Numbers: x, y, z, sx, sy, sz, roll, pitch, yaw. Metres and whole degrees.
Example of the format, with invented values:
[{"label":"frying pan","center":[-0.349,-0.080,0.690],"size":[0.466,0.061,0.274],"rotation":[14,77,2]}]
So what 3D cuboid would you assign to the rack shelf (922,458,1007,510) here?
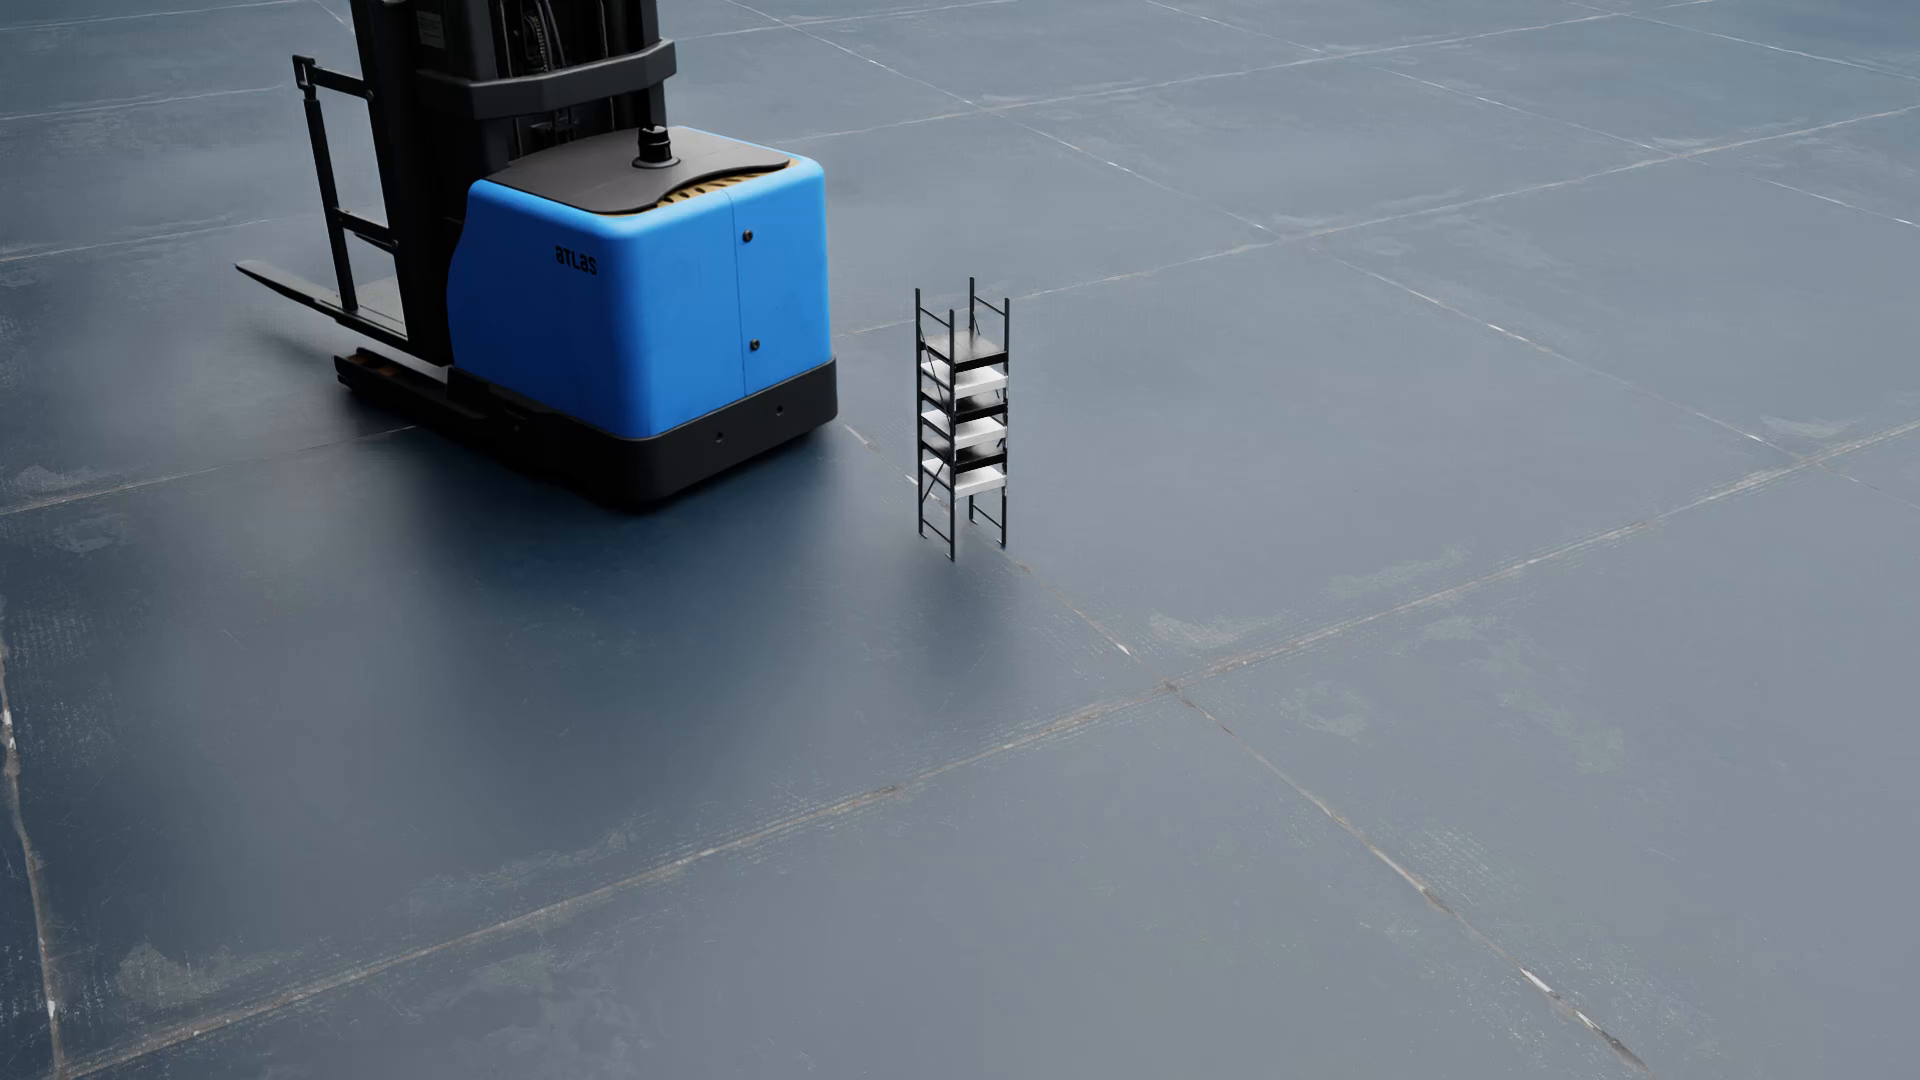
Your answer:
[{"label":"rack shelf","center":[0.007,-0.209,5.639],"size":[0.200,0.077,0.258],"rotation":[-16,33,-26]}]

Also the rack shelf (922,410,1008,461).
[{"label":"rack shelf","center":[0.007,-0.367,5.552],"size":[0.200,0.077,0.258],"rotation":[-16,33,-26]}]

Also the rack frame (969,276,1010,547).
[{"label":"rack frame","center":[0.095,-0.421,5.581],"size":[0.006,0.900,0.240],"rotation":[-16,33,-26]}]

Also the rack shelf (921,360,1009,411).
[{"label":"rack shelf","center":[0.007,-0.524,5.465],"size":[0.200,0.077,0.258],"rotation":[-16,33,-26]}]

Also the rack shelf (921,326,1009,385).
[{"label":"rack shelf","center":[0.007,-0.603,5.422],"size":[0.200,0.077,0.258],"rotation":[-16,33,-26]}]

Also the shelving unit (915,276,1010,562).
[{"label":"shelving unit","center":[0.007,-0.396,5.536],"size":[0.210,0.900,0.258],"rotation":[-16,33,-26]}]

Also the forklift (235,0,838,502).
[{"label":"forklift","center":[-1.930,-1.998,6.336],"size":[3.031,2.935,1.130],"rotation":[22,36,34]}]

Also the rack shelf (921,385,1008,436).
[{"label":"rack shelf","center":[0.007,-0.446,5.509],"size":[0.200,0.077,0.258],"rotation":[-16,33,-26]}]

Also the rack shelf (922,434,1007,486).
[{"label":"rack shelf","center":[0.007,-0.288,5.596],"size":[0.200,0.077,0.258],"rotation":[-16,33,-26]}]

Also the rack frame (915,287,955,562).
[{"label":"rack frame","center":[-0.081,-0.371,5.491],"size":[0.006,0.900,0.240],"rotation":[-16,33,-26]}]
